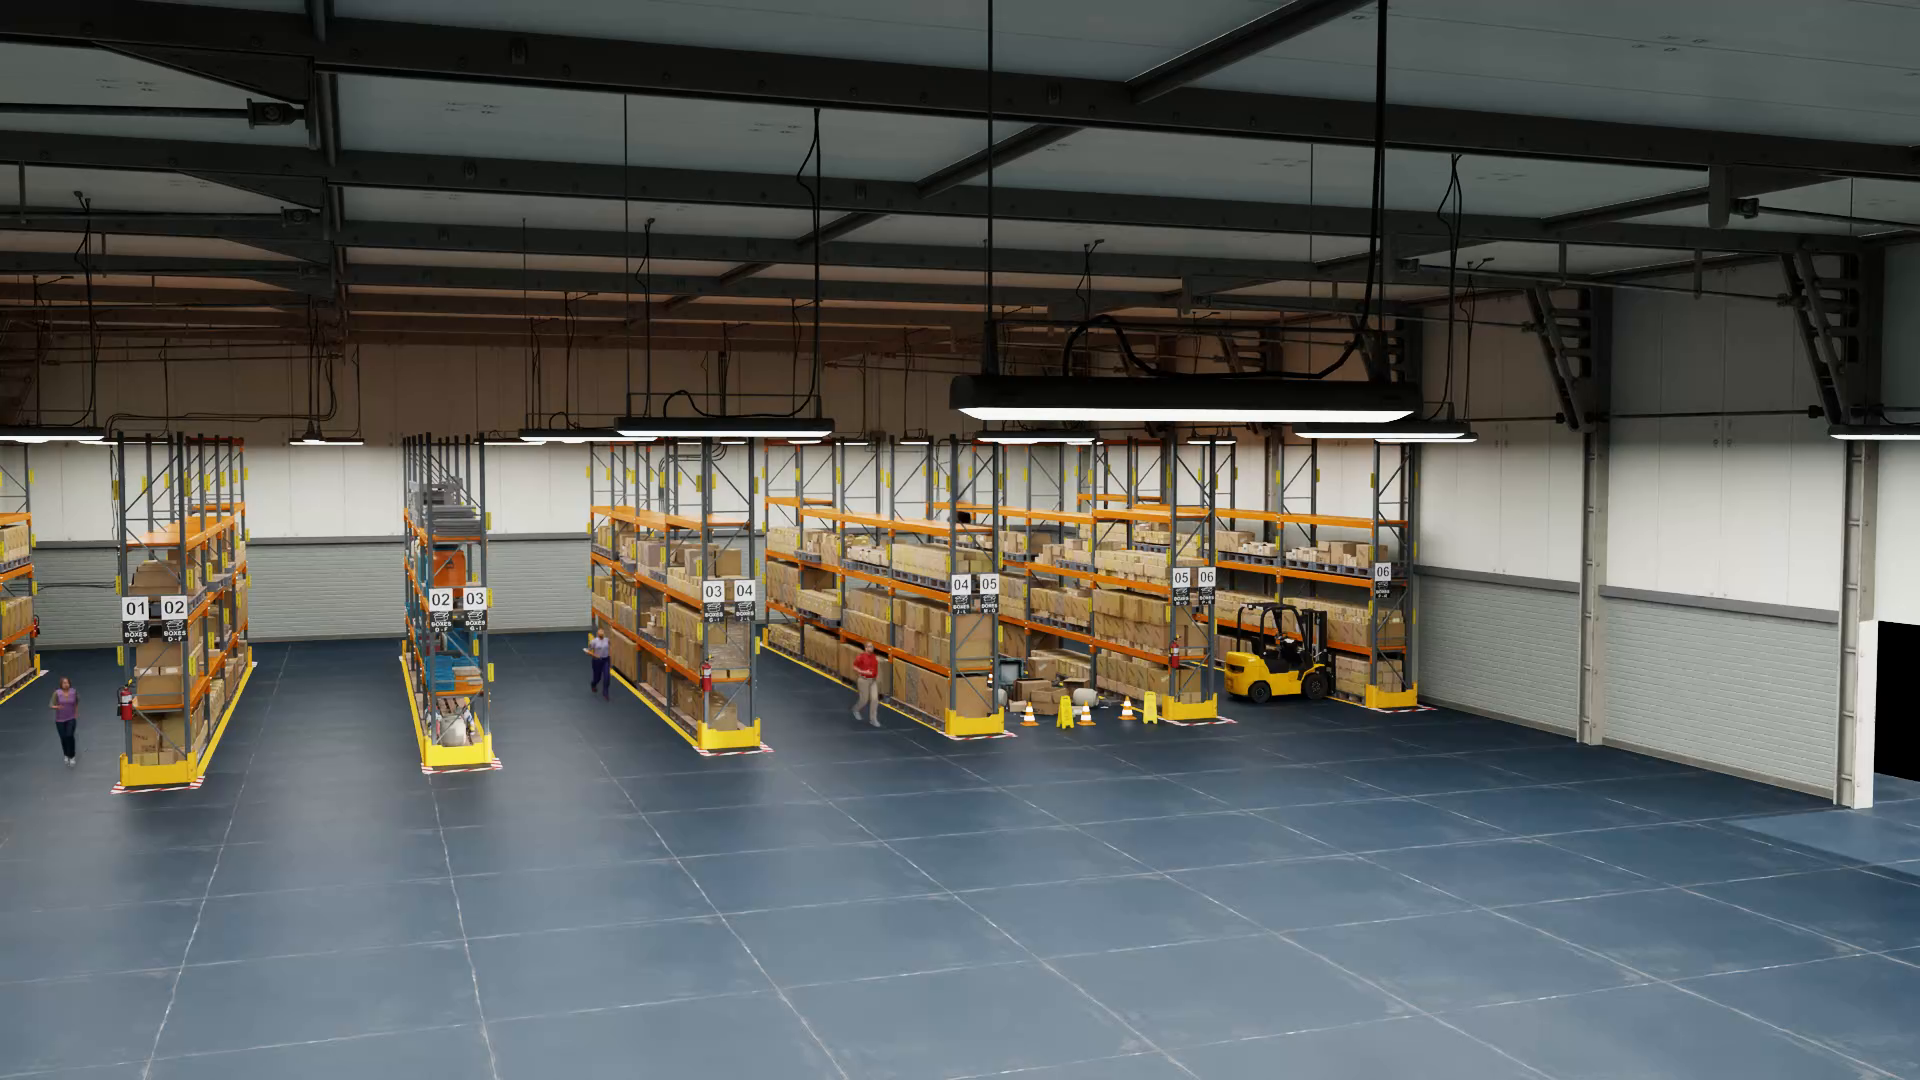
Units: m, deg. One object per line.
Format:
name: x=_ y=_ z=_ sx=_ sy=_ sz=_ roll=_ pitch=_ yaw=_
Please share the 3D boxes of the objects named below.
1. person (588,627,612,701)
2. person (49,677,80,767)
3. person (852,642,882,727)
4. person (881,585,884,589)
person: x=-8.215 y=2.819 z=38.028 sx=0.607 sy=1.639 sz=0.858 roll=-2 pitch=4 yaw=-29
person: x=-16.098 y=3.278 z=29.913 sx=0.501 sy=1.642 sz=0.698 roll=-2 pitch=4 yaw=-28
person: x=-1.940 y=2.966 z=34.358 sx=0.649 sy=1.741 sz=0.883 roll=-3 pitch=4 yaw=-40
person: x=-2.166 y=2.096 z=46.178 sx=0.556 sy=1.681 sz=0.858 roll=-2 pitch=4 yaw=-35
